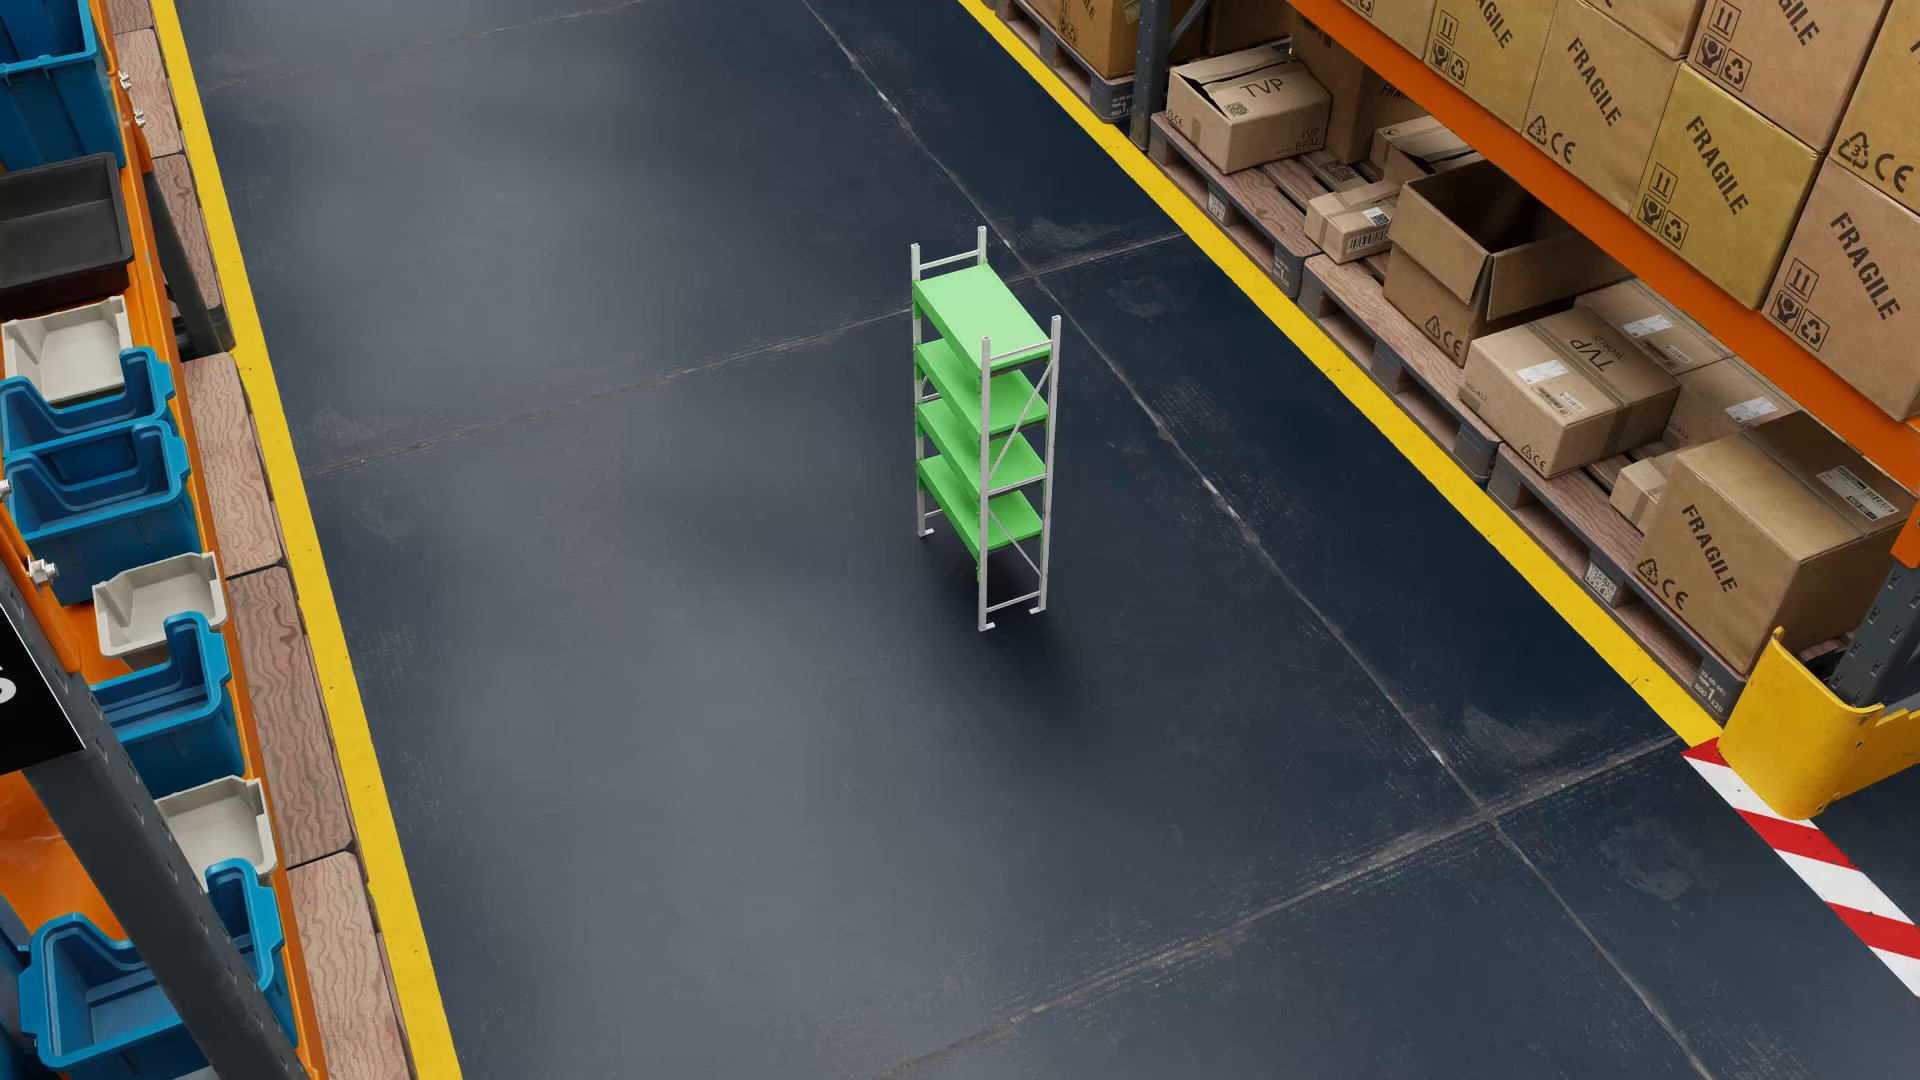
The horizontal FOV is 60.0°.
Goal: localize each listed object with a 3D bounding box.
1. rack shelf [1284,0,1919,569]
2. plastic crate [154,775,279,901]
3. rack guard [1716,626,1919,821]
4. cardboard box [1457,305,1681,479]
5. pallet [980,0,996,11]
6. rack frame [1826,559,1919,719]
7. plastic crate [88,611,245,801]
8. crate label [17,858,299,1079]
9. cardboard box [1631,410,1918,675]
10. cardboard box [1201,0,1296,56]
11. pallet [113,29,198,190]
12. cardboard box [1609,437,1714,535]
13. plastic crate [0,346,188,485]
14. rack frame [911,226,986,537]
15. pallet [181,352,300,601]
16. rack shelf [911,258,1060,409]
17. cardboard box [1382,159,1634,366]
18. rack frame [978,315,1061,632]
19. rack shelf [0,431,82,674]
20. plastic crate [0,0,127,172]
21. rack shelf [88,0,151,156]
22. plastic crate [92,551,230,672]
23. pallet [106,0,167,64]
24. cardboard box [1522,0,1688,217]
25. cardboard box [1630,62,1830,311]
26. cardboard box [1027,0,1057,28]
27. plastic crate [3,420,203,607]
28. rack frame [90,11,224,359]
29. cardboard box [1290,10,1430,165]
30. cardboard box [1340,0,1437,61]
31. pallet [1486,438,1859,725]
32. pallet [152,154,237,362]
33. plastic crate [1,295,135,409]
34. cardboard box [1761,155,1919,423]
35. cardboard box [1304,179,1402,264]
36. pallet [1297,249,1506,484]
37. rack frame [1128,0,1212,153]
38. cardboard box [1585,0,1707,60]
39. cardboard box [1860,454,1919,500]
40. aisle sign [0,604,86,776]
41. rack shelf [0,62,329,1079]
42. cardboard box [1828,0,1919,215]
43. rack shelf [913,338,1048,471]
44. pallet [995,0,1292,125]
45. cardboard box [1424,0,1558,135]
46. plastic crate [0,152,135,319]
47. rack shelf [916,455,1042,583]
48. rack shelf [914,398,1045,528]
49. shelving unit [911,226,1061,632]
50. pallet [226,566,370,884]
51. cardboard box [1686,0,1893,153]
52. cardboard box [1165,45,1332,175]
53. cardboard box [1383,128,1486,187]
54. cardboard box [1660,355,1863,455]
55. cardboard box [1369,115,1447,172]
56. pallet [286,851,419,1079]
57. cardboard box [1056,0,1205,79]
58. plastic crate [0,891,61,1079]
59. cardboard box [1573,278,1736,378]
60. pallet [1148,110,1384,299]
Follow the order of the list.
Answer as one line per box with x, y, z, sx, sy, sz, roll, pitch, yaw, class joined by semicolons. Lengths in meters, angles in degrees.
2.092;-1.476;5.622;1.077;0.370;4.000;-18;47;-17;rack shelf
-1.428;0.592;3.159;0.250;0.136;0.298;-18;47;-17;plastic crate
2.901;0.384;5.005;1.175;0.500;0.348;-18;47;-17;rack guard
2.109;-0.523;5.789;0.500;0.250;0.500;-18;47;-17;cardboard box
0.358;-3.299;8.943;1.003;0.211;1.213;-18;47;-17;pallet
2.933;-0.457;4.078;1.000;3.000;0.127;-18;47;-17;rack frame
-1.645;0.368;3.318;0.416;0.233;0.300;-18;47;-17;plastic crate
-1.368;0.787;2.893;0.416;0.233;0.303;-18;47;-17;crate label
2.481;0.002;5.078;0.500;0.500;0.500;-18;47;-17;cardboard box
1.269;-2.653;7.770;0.500;0.500;0.500;-20;48;-19;cardboard box
-4.048;-1.836;7.460;1.003;0.211;1.213;-18;47;-17;pallet
2.392;-0.164;5.484;0.380;0.166;0.250;-18;47;-17;cardboard box
-2.048;-0.243;3.937;0.416;0.233;0.300;-18;47;-17;plastic crate
-0.033;-0.477;5.379;0.240;1.200;0.015;-18;47;-17;rack frame
-2.900;-0.096;5.697;1.003;0.211;1.213;-18;47;-17;pallet
0.070;-0.618;4.929;0.258;0.148;0.480;-18;47;-17;rack shelf
2.046;-1.078;6.171;0.797;0.503;0.637;-18;47;-17;cardboard box
0.172;-0.166;5.064;0.240;1.200;0.015;-18;47;-17;rack frame
-2.404;-1.083;3.088;1.077;0.370;4.000;-18;47;-17;rack shelf
-2.739;-1.365;4.966;0.392;0.384;0.575;-18;47;-17;plastic crate
-4.086;-2.564;6.725;1.077;0.370;4.000;-18;47;-17;rack shelf
-1.713;0.160;3.597;0.250;0.136;0.298;-18;47;-17;plastic crate
-4.557;-2.612;8.247;1.003;0.211;1.213;-18;47;-17;pallet
2.071;-1.347;4.908;0.500;0.500;0.500;-18;47;-17;cardboard box
2.276;-1.027;4.584;0.500;0.500;0.500;-18;47;-17;cardboard box
0.583;-2.820;7.939;0.500;0.500;0.500;-18;47;-17;cardboard box
-1.922;-0.052;3.744;0.416;0.233;0.300;-18;47;-17;plastic crate
-3.245;-1.546;5.181;1.000;3.000;0.127;-18;47;-17;rack frame
1.748;-1.994;7.101;0.500;0.500;0.500;-18;47;-17;cardboard box
1.645;-1.992;5.562;0.500;0.500;0.500;-18;47;-18;cardboard box
2.565;-0.021;5.621;1.003;0.211;1.213;-18;47;-17;pallet
-3.531;-1.057;6.671;1.003;0.211;1.213;-18;47;-17;pallet
-2.240;-0.452;4.218;0.293;0.136;0.466;-18;47;-17;plastic crate
2.498;-0.698;4.250;0.500;0.500;0.500;-17;47;-16;cardboard box
1.604;-1.275;6.610;0.380;0.166;0.250;-18;47;-17;cardboard box
2.056;-0.797;6.408;1.003;0.211;1.213;-18;47;-17;pallet
1.251;-3.006;6.661;1.000;3.000;0.127;-18;47;-17;rack frame
2.061;-1.702;4.556;0.500;0.500;0.500;-17;47;-16;cardboard box
2.964;-0.133;5.453;0.380;0.166;0.250;-18;47;-17;cardboard box
-1.263;0.036;1.727;0.394;0.787;0.004;-18;47;-17;aisle sign
-2.404;-0.015;4.142;1.077;0.370;4.000;-18;47;-17;rack shelf
2.496;-1.051;3.896;0.500;0.500;0.500;-18;48;-18;cardboard box
0.070;-0.447;5.098;0.258;0.148;0.480;-18;47;-17;rack shelf
0.875;-2.521;8.154;1.003;0.211;1.213;-18;47;-17;pallet
1.860;-1.668;5.234;0.500;0.500;0.500;-19;48;-18;cardboard box
-2.530;-0.835;4.614;0.437;0.125;0.590;-18;47;-17;plastic crate
0.070;-0.105;5.435;0.258;0.148;0.480;-18;47;-17;rack shelf
0.070;-0.276;5.267;0.258;0.148;0.480;-18;47;-17;rack shelf
0.070;-0.322;5.222;0.258;1.200;0.503;-18;47;-17;shelving unit
-2.384;0.683;4.908;1.003;0.211;1.213;-18;47;-17;pallet
2.283;-1.373;4.222;0.500;0.500;0.500;-17;47;-16;cardboard box
1.231;-1.874;7.115;0.500;0.311;0.500;-18;47;-17;cardboard box
2.063;-1.448;6.683;0.500;0.311;0.500;-18;47;-17;cardboard box
2.751;-0.384;5.648;0.500;0.250;0.500;-18;47;-17;cardboard box
1.960;-1.647;7.000;0.380;0.149;0.250;-18;47;-17;cardboard box
-1.874;1.459;4.121;1.003;0.211;1.213;-18;47;-17;pallet
0.783;-2.503;7.617;0.500;0.500;0.500;-18;47;-18;cardboard box
-1.873;0.811;2.724;0.616;0.435;0.499;-18;47;-17;plastic crate
2.541;-0.702;5.971;0.500;0.250;0.500;-18;47;-17;cardboard box
1.539;-1.576;7.197;1.003;0.211;1.213;-18;47;-17;pallet
